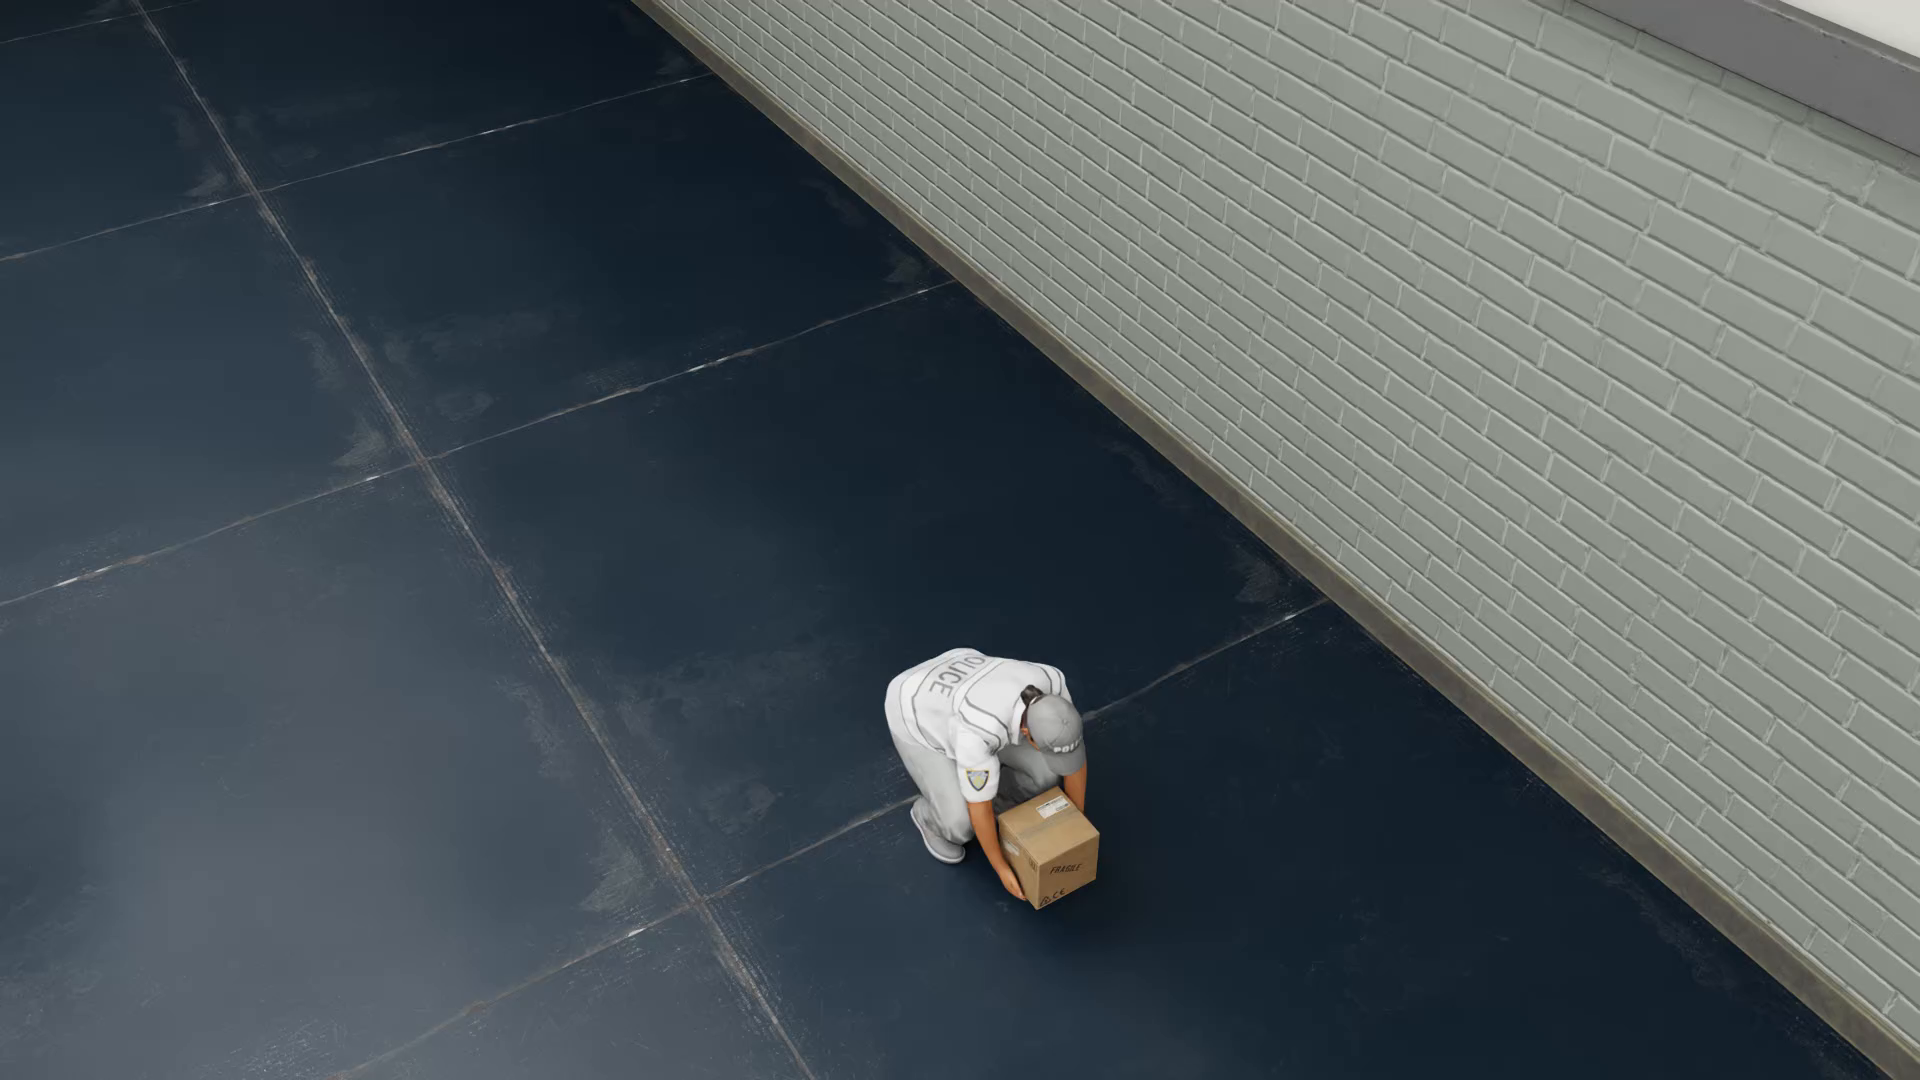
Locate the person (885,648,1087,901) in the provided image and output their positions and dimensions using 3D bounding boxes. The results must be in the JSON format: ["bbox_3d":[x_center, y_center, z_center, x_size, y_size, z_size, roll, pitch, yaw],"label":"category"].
[{"bbox_3d":[0.108,0.741,5.849,0.528,0.960,0.848,-23,46,-24],"label":"person"}]
